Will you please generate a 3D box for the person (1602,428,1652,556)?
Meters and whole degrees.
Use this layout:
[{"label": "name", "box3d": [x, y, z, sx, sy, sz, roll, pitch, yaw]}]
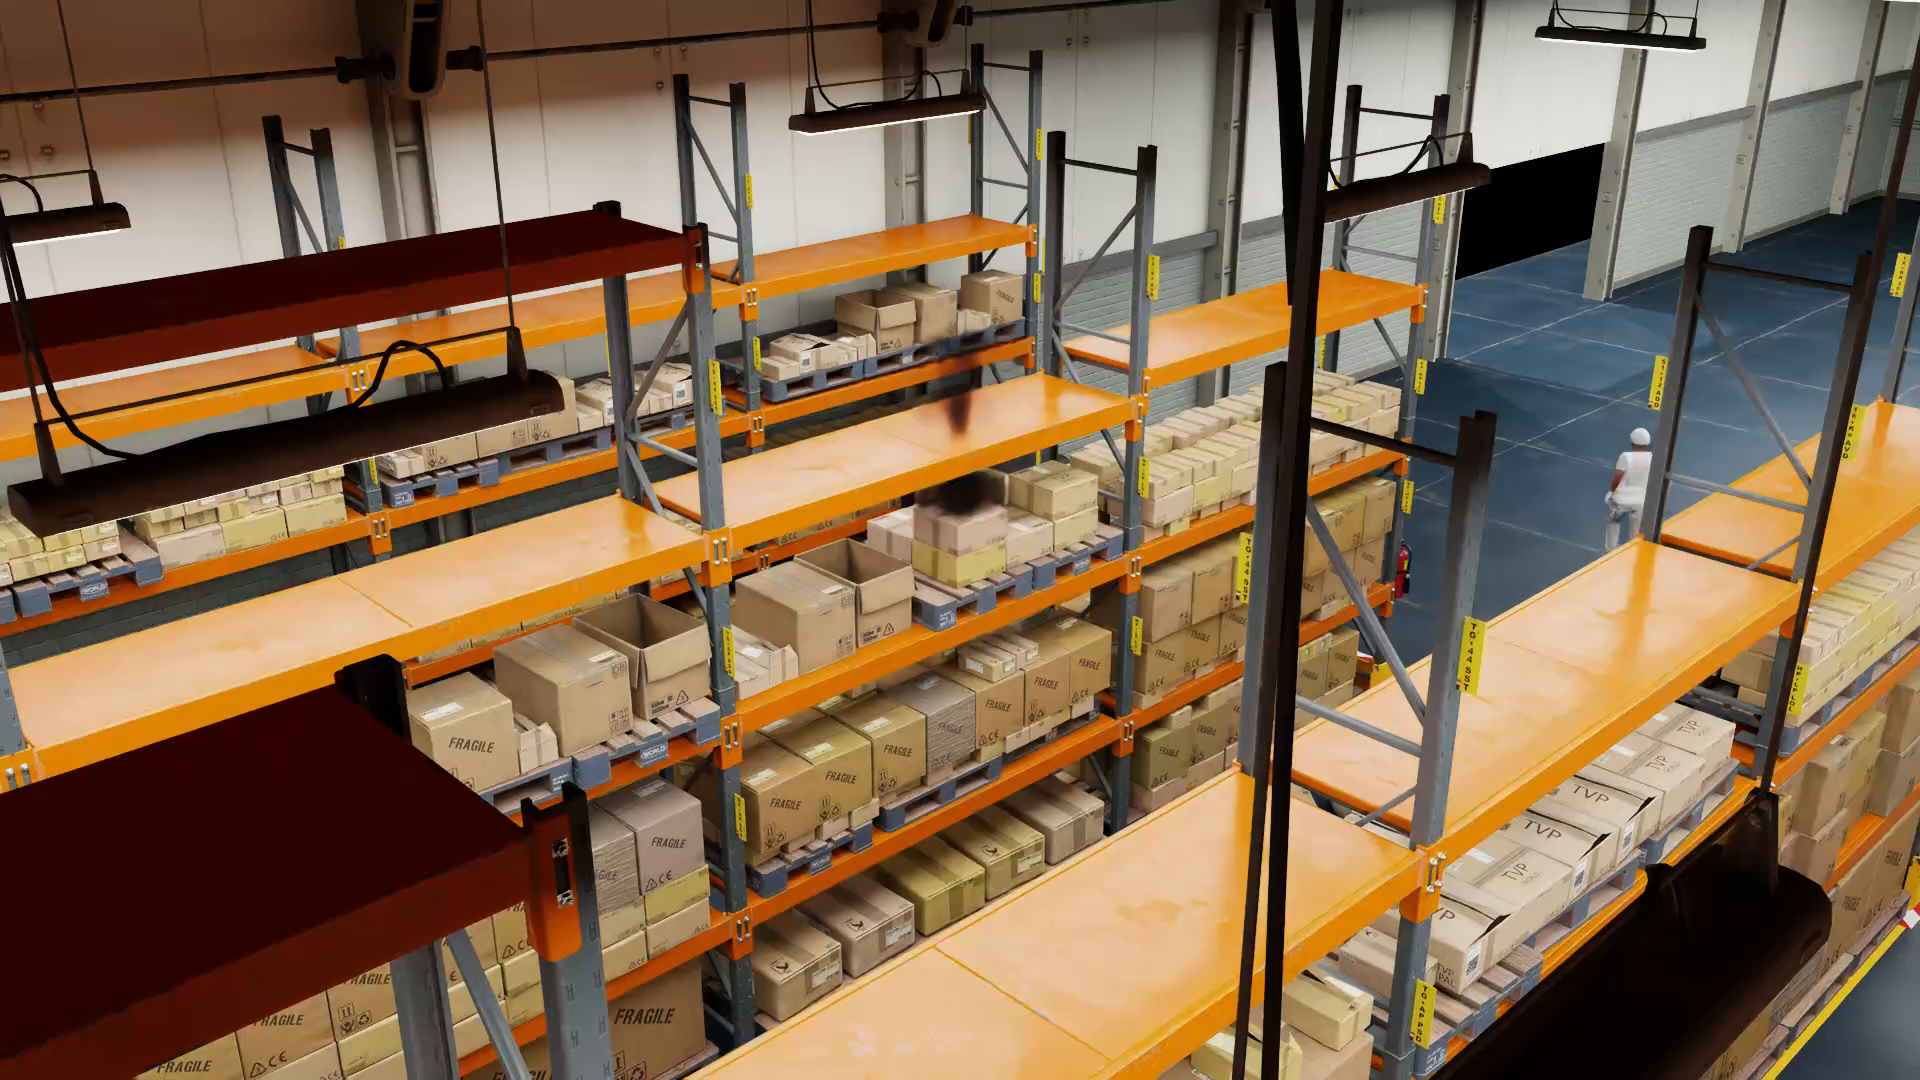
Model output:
[{"label": "person", "box3d": [7.866, -0.422, 19.508, 0.666, 1.832, 0.893, 2, 23, 5]}]
